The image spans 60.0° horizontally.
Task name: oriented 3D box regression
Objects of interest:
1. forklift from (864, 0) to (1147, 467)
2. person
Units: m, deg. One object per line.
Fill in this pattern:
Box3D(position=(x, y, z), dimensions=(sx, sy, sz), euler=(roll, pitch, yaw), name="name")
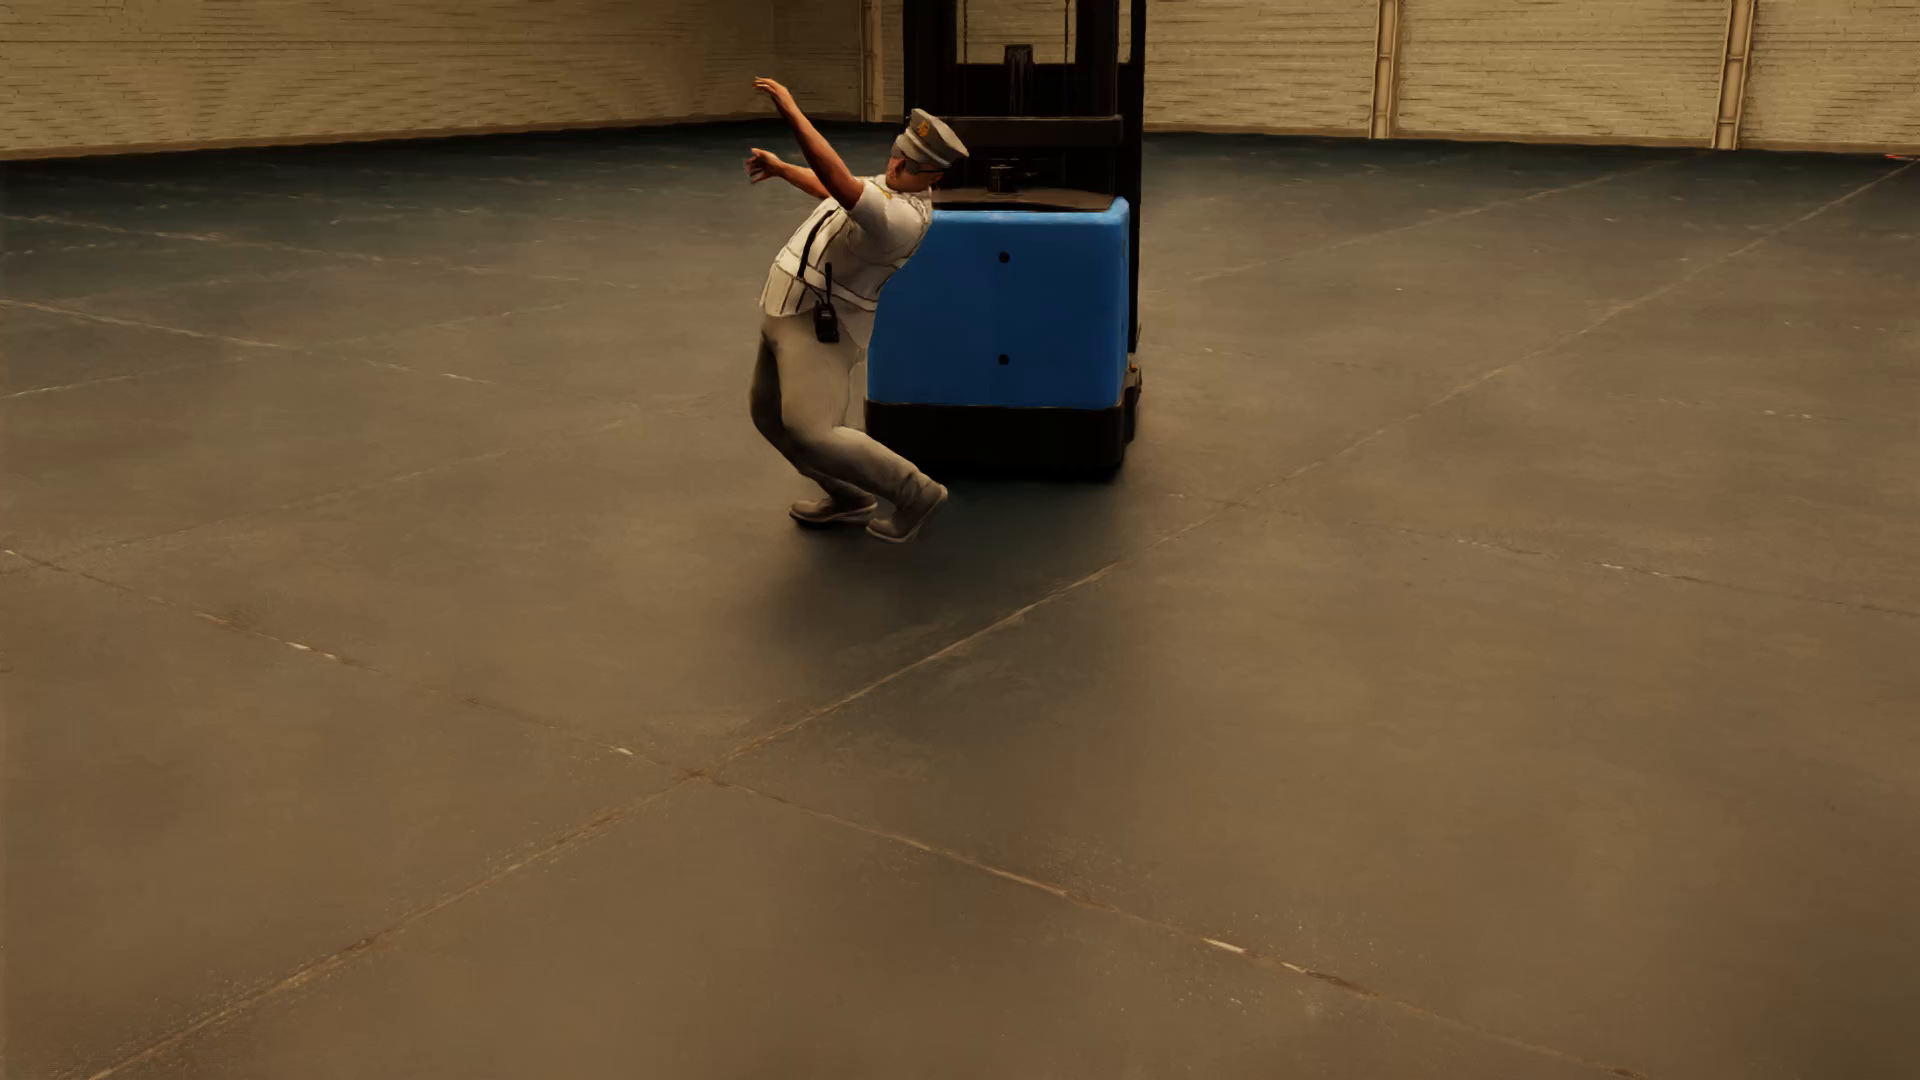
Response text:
Box3D(position=(0.321, -2.073, 7.765), dimensions=(1.130, 2.935, 3.031), euler=(2, 17, 7), name="forklift")
Box3D(position=(-0.425, -0.828, 5.909), dimensions=(0.739, 1.589, 1.075), euler=(-6, 18, -19), name="person")
